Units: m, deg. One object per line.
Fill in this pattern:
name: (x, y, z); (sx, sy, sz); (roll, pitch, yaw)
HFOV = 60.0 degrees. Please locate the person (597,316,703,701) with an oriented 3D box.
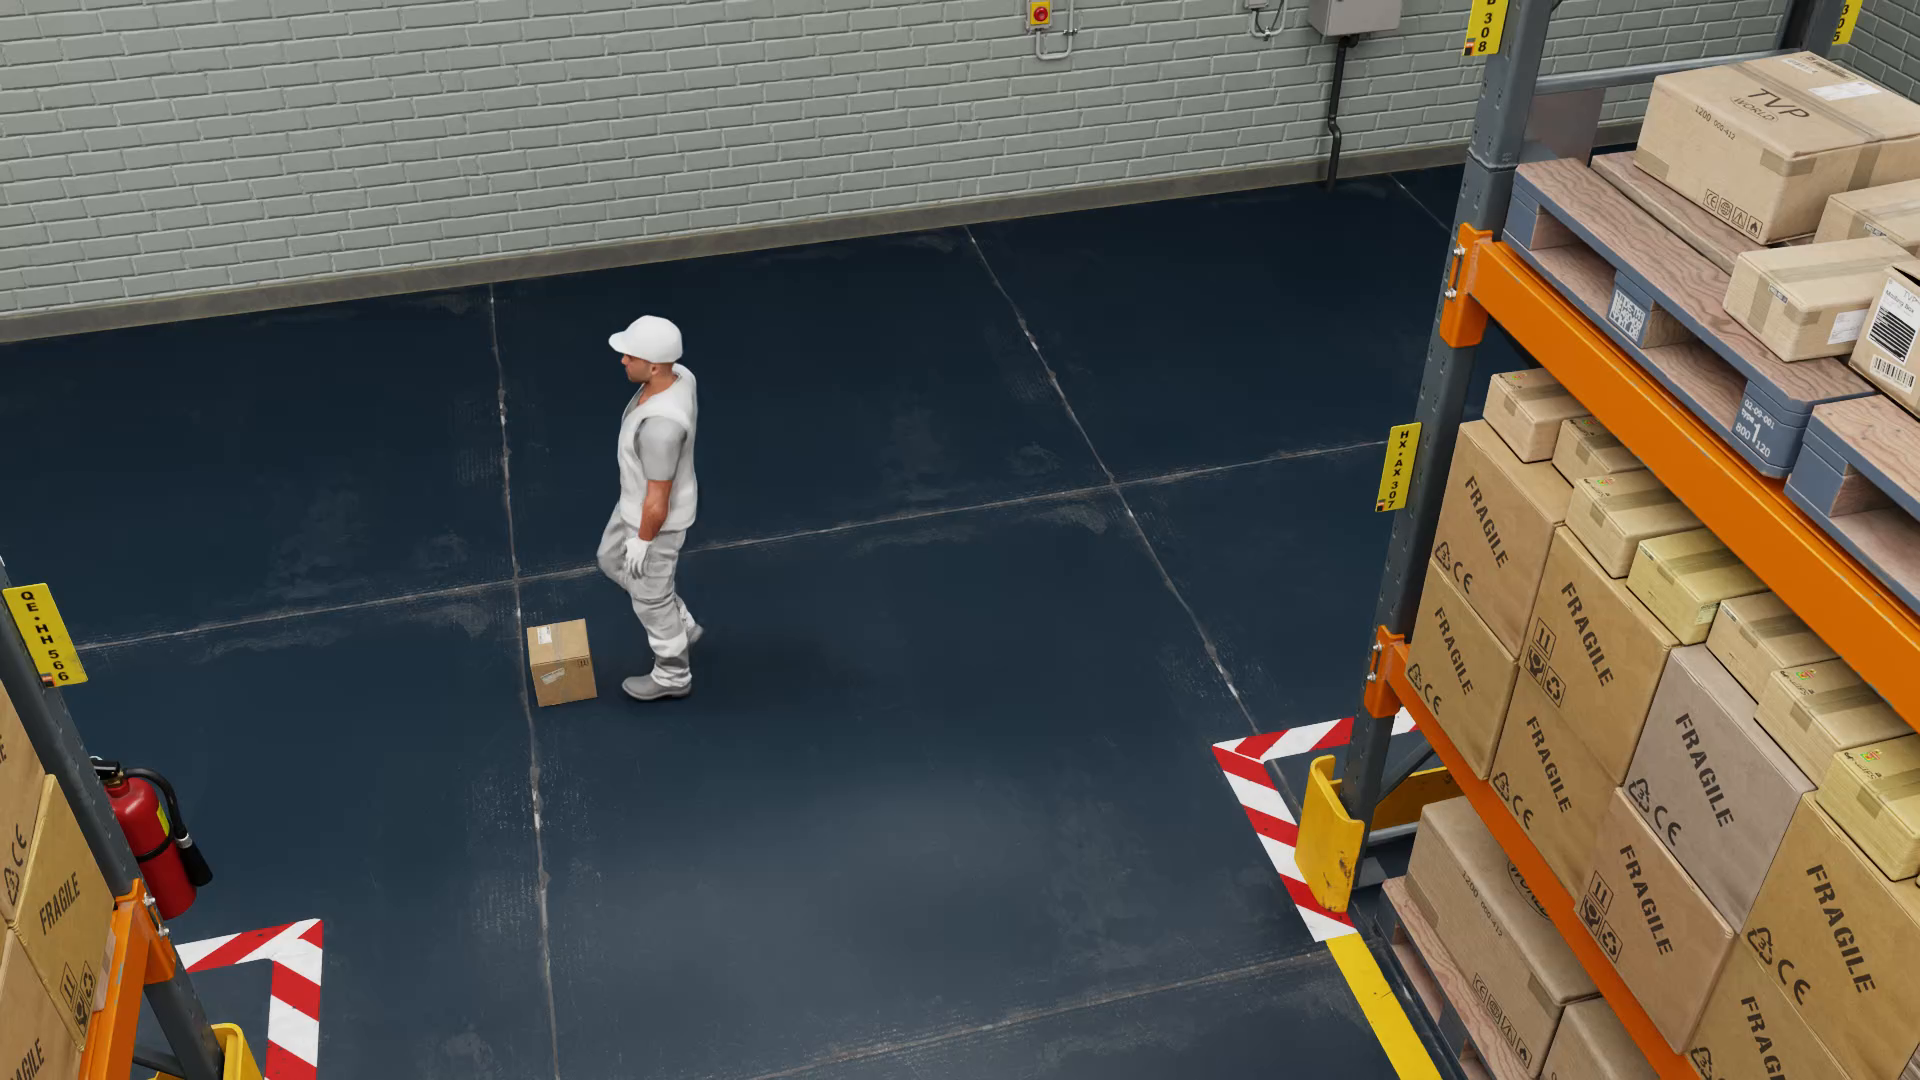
person: (-1.286, -0.108, 6.808); (0.504, 1.787, 0.584); (-3, 38, -4)
